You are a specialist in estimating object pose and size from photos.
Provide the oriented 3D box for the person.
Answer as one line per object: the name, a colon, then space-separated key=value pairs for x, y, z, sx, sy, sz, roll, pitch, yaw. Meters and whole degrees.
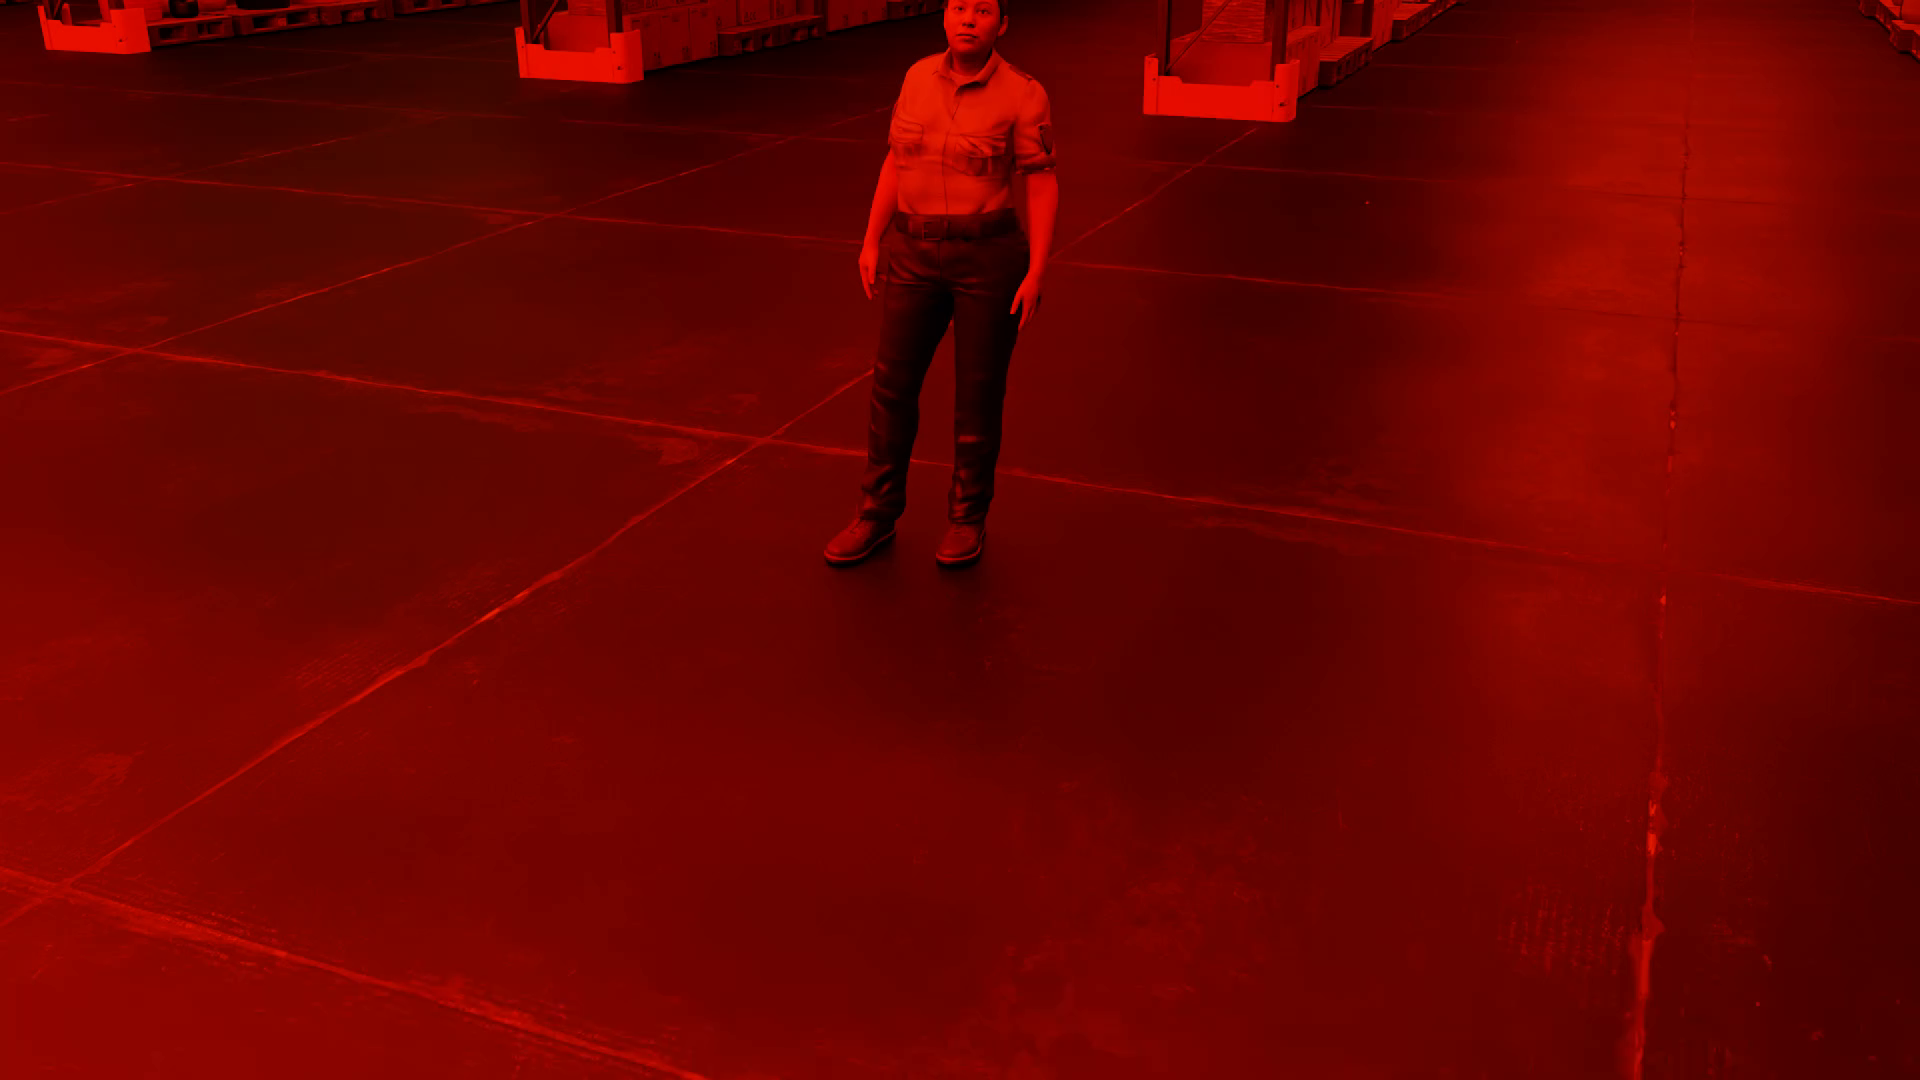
person: x=-0.056 y=-0.738 z=4.704 sx=0.598 sy=1.651 sz=0.502 roll=9 pitch=24 yaw=21
